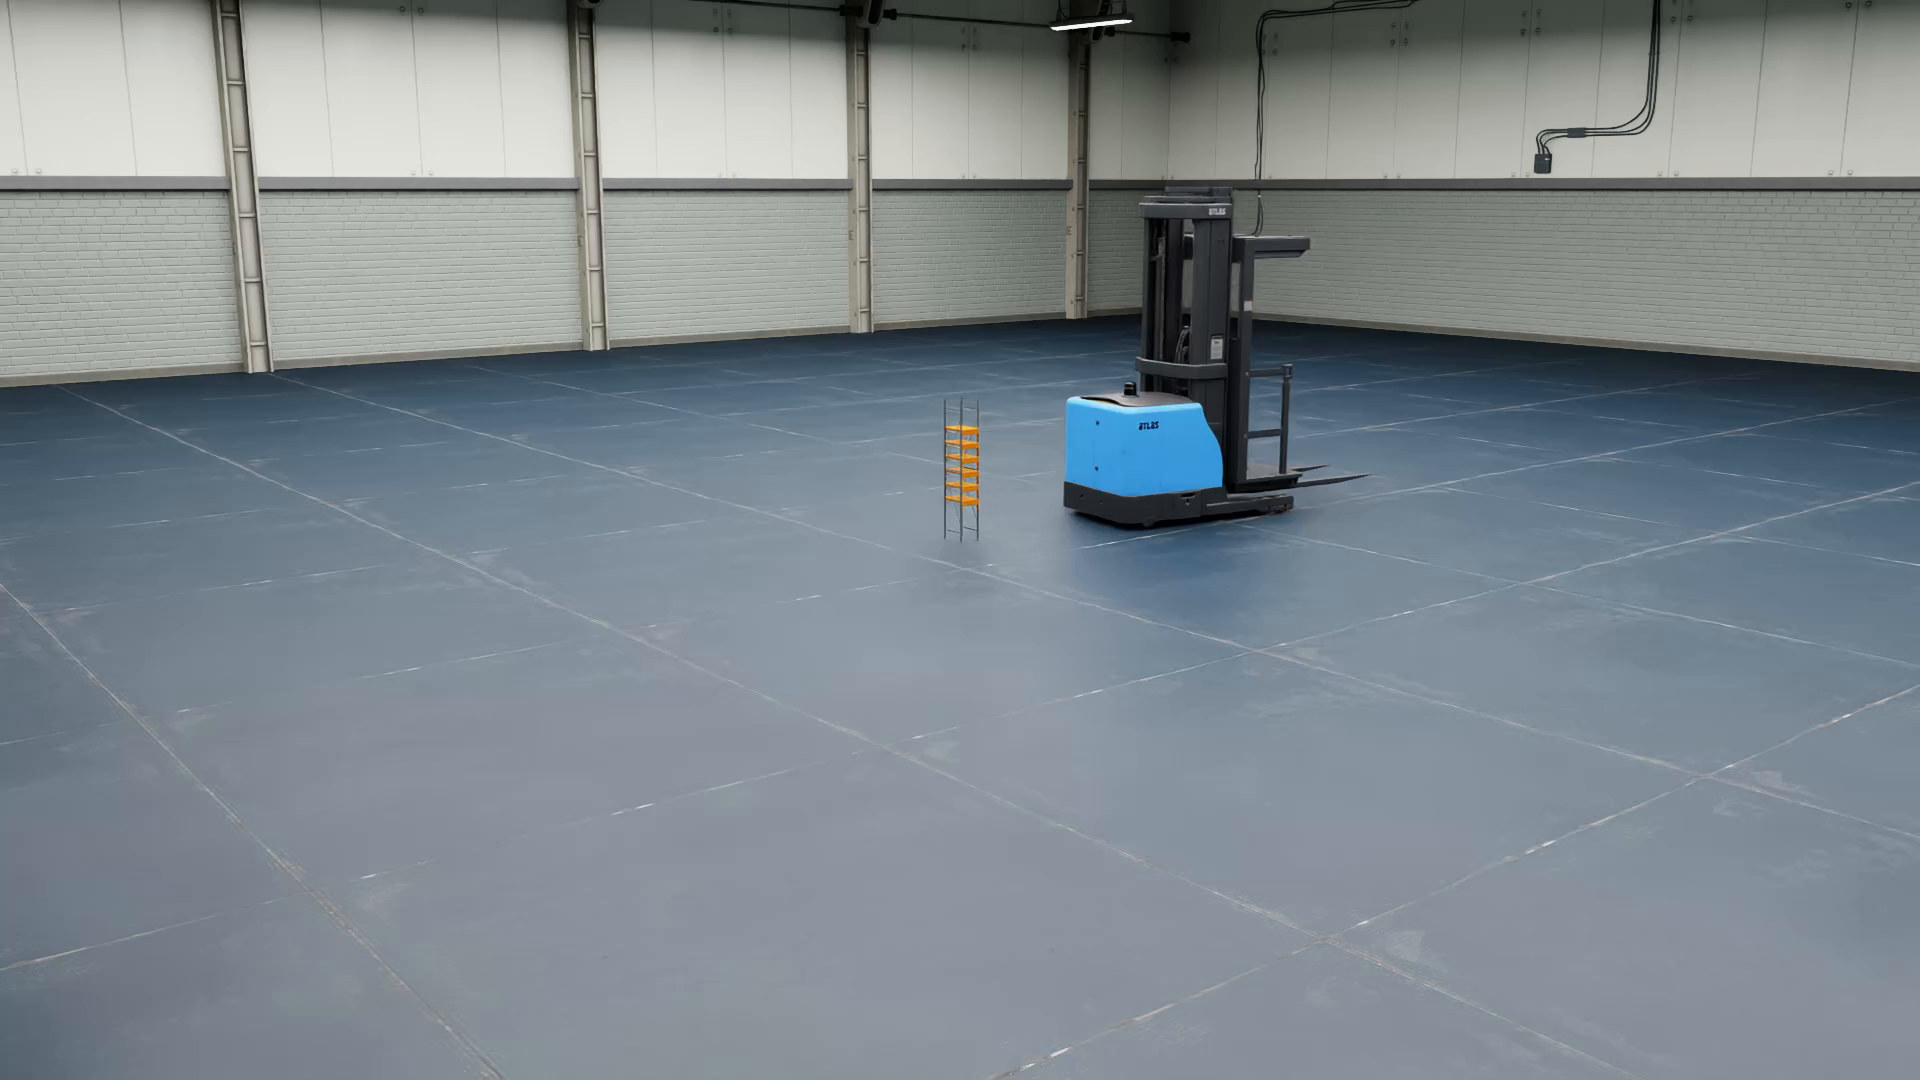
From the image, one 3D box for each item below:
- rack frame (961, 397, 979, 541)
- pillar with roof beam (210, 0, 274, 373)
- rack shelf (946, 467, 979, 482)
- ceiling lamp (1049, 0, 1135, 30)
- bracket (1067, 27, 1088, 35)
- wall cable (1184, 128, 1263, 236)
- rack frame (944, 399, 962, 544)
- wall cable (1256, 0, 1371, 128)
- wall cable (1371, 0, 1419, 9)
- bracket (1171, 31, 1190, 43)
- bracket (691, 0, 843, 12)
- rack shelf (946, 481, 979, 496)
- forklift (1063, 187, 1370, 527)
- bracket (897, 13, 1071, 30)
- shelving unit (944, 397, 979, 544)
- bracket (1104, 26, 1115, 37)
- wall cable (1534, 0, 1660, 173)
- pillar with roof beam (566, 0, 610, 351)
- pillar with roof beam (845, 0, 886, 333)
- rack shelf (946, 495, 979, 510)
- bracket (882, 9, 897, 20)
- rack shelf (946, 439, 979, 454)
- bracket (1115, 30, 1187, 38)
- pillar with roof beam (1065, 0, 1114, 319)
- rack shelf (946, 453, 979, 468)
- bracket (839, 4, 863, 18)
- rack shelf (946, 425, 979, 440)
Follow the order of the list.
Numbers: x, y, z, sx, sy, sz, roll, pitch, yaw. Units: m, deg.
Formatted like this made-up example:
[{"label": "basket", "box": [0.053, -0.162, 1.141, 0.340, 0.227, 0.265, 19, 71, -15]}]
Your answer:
[{"label": "rack frame", "box": [0.083, -0.601, 14.069, 0.006, 1.200, 0.240, -9, 15, -38]}, {"label": "pillar with roof beam", "box": [-8.710, -6.443, 22.808, 0.400, 9.000, 9.100, -9, 15, -38]}, {"label": "rack shelf", "box": [0.011, -0.545, 14.022, 0.180, 0.103, 0.258, -9, 15, -38]}, {"label": "ceiling lamp", "box": [2.605, -11.061, 30.500, 0.800, 3.185, 2.000, -9, 15, -38]}, {"label": "bracket", "box": [2.553, -11.127, 36.197, 0.430, 0.232, 0.235, -9, 15, -38]}, {"label": "wall cable", "box": [5.782, -8.126, 38.208, 0.112, 2.526, 3.097, -9, 15, -38]}, {"label": "rack frame", "box": [-0.060, -0.577, 13.957, 0.006, 1.200, 0.240, -9, 15, -38]}, {"label": "wall cable", "box": [7.472, -10.158, 35.618, 0.112, 2.526, 3.097, -9, 15, -38]}, {"label": "wall cable", "box": [9.405, -11.881, 32.781, 0.112, 2.526, 3.097, -9, 15, -38]}, {"label": "bracket", "box": [5.052, -11.542, 38.153, 0.430, 0.232, 0.235, -9, 15, -38]}, {"label": "bracket", "box": [-4.144, -10.014, 30.956, 4.783, 0.066, 0.076, -9, 15, -38]}, {"label": "rack shelf", "box": [0.011, -0.428, 14.047, 0.180, 0.103, 0.258, -9, 15, -38]}, {"label": "forklift", "box": [2.481, -1.748, 15.304, 3.031, 2.935, 1.130, -7, 14, -30]}, {"label": "bracket", "box": [0.542, -10.792, 34.623, 4.783, 0.066, 0.076, -9, 15, -38]}, {"label": "shelving unit", "box": [0.011, -0.589, 14.013, 0.189, 1.200, 0.258, -9, 15, -38]}, {"label": "bracket", "box": [3.202, -11.234, 36.704, 0.430, 0.232, 0.235, -9, 15, -38]}, {"label": "wall cable", "box": [11.700, -9.767, 30.272, 0.169, 6.003, 2.305, -9, 15, -38]}, {"label": "pillar with roof beam", "box": [-4.025, -7.222, 26.474, 0.548, 9.000, 9.100, -9, 15, -38]}, {"label": "pillar with roof beam", "box": [0.660, -8.000, 30.141, 0.548, 9.000, 9.100, -9, 15, -38]}, {"label": "rack shelf", "box": [0.011, -0.311, 14.072, 0.180, 0.103, 0.258, -9, 15, -38]}, {"label": "bracket", "box": [-1.484, -10.456, 33.038, 0.430, 0.232, 0.235, -9, 15, -38]}, {"label": "rack shelf", "box": [0.011, -0.780, 13.972, 0.180, 0.103, 0.258, -9, 15, -38]}, {"label": "bracket", "box": [4.591, -11.465, 37.792, 3.189, 0.066, 0.076, -9, 15, -38]}, {"label": "pillar with roof beam", "box": [5.345, -8.779, 33.807, 0.548, 9.000, 9.100, -9, 15, -38]}, {"label": "rack shelf", "box": [0.011, -0.663, 13.997, 0.180, 0.103, 0.258, -9, 15, -38]}, {"label": "bracket", "box": [-2.132, -10.348, 32.531, 0.430, 0.232, 0.235, -9, 15, -38]}, {"label": "rack shelf", "box": [0.011, -0.897, 13.947, 0.180, 0.103, 0.258, -9, 15, -38]}]
